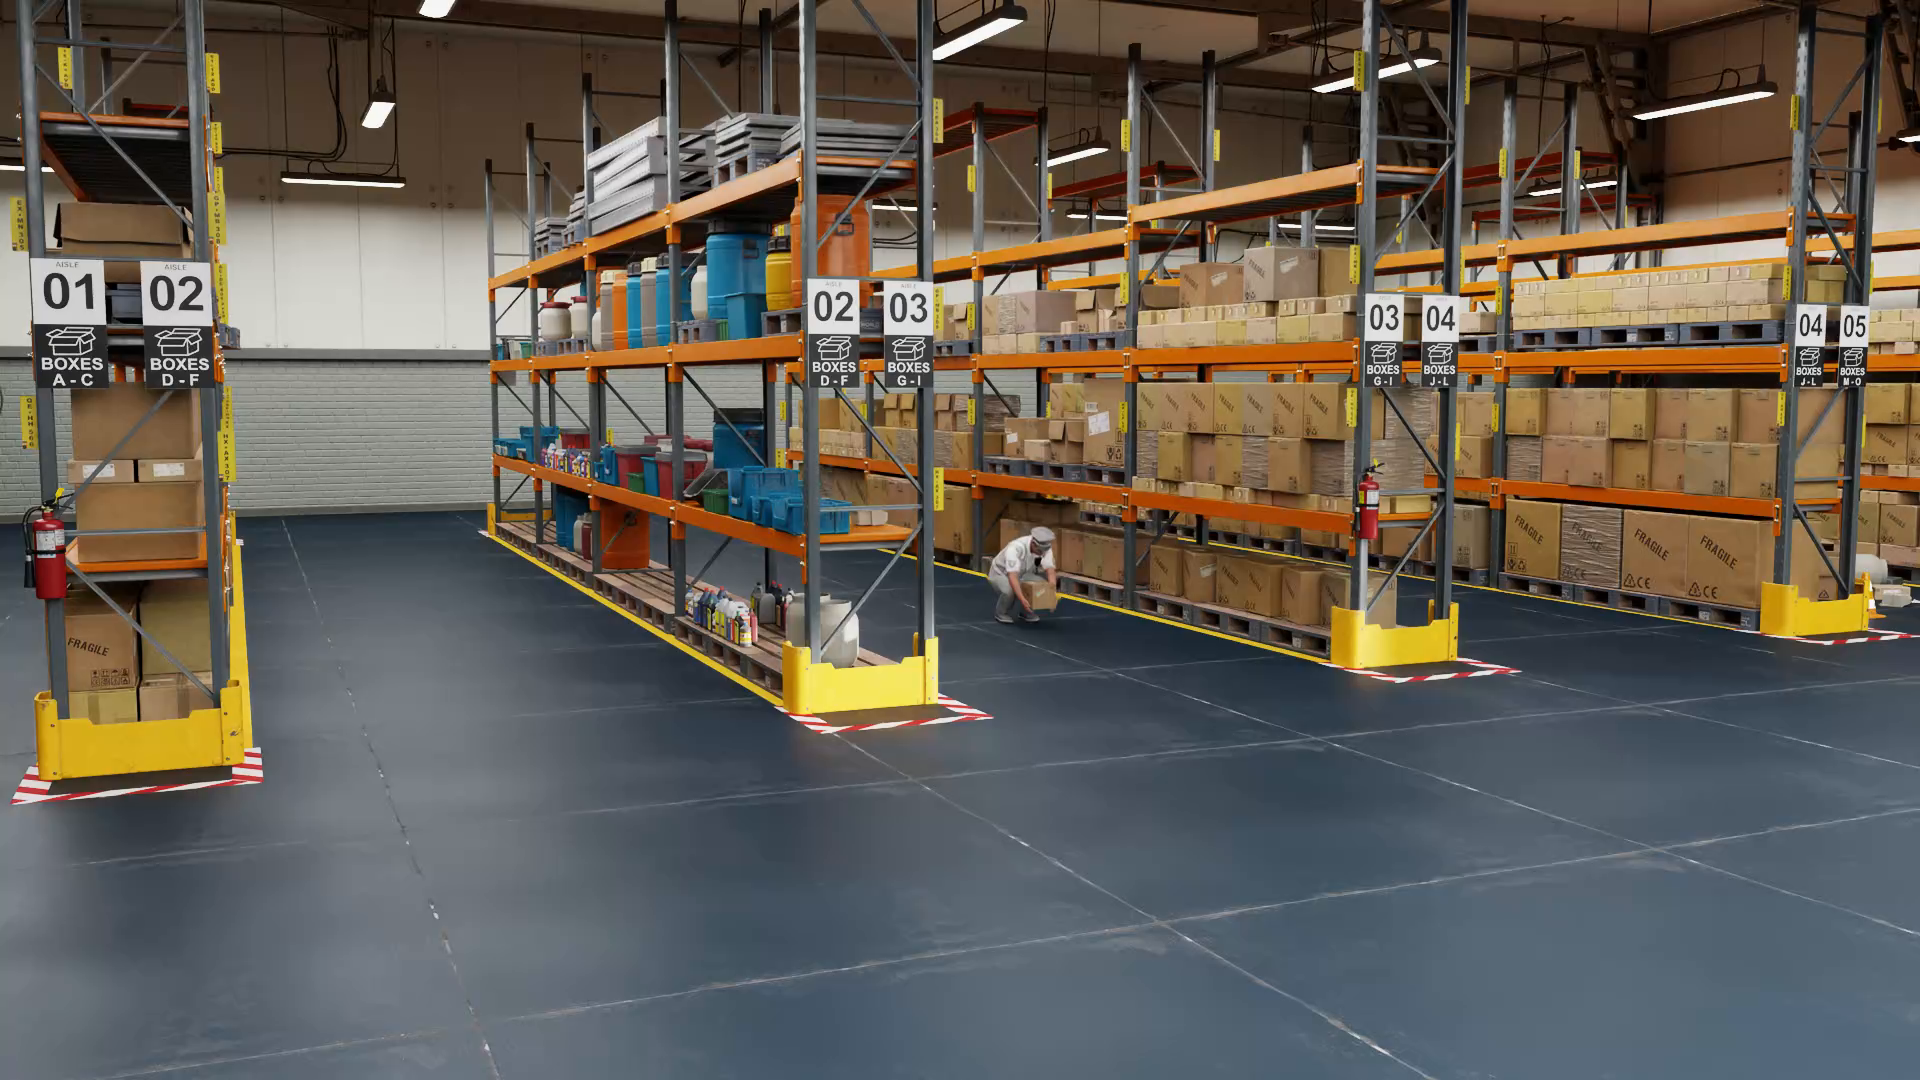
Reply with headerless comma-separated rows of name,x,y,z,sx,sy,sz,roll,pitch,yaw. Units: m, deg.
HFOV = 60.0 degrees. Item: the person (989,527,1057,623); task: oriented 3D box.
person,0.655,0.351,17.028,0.564,1.007,0.911,-2,6,-24
